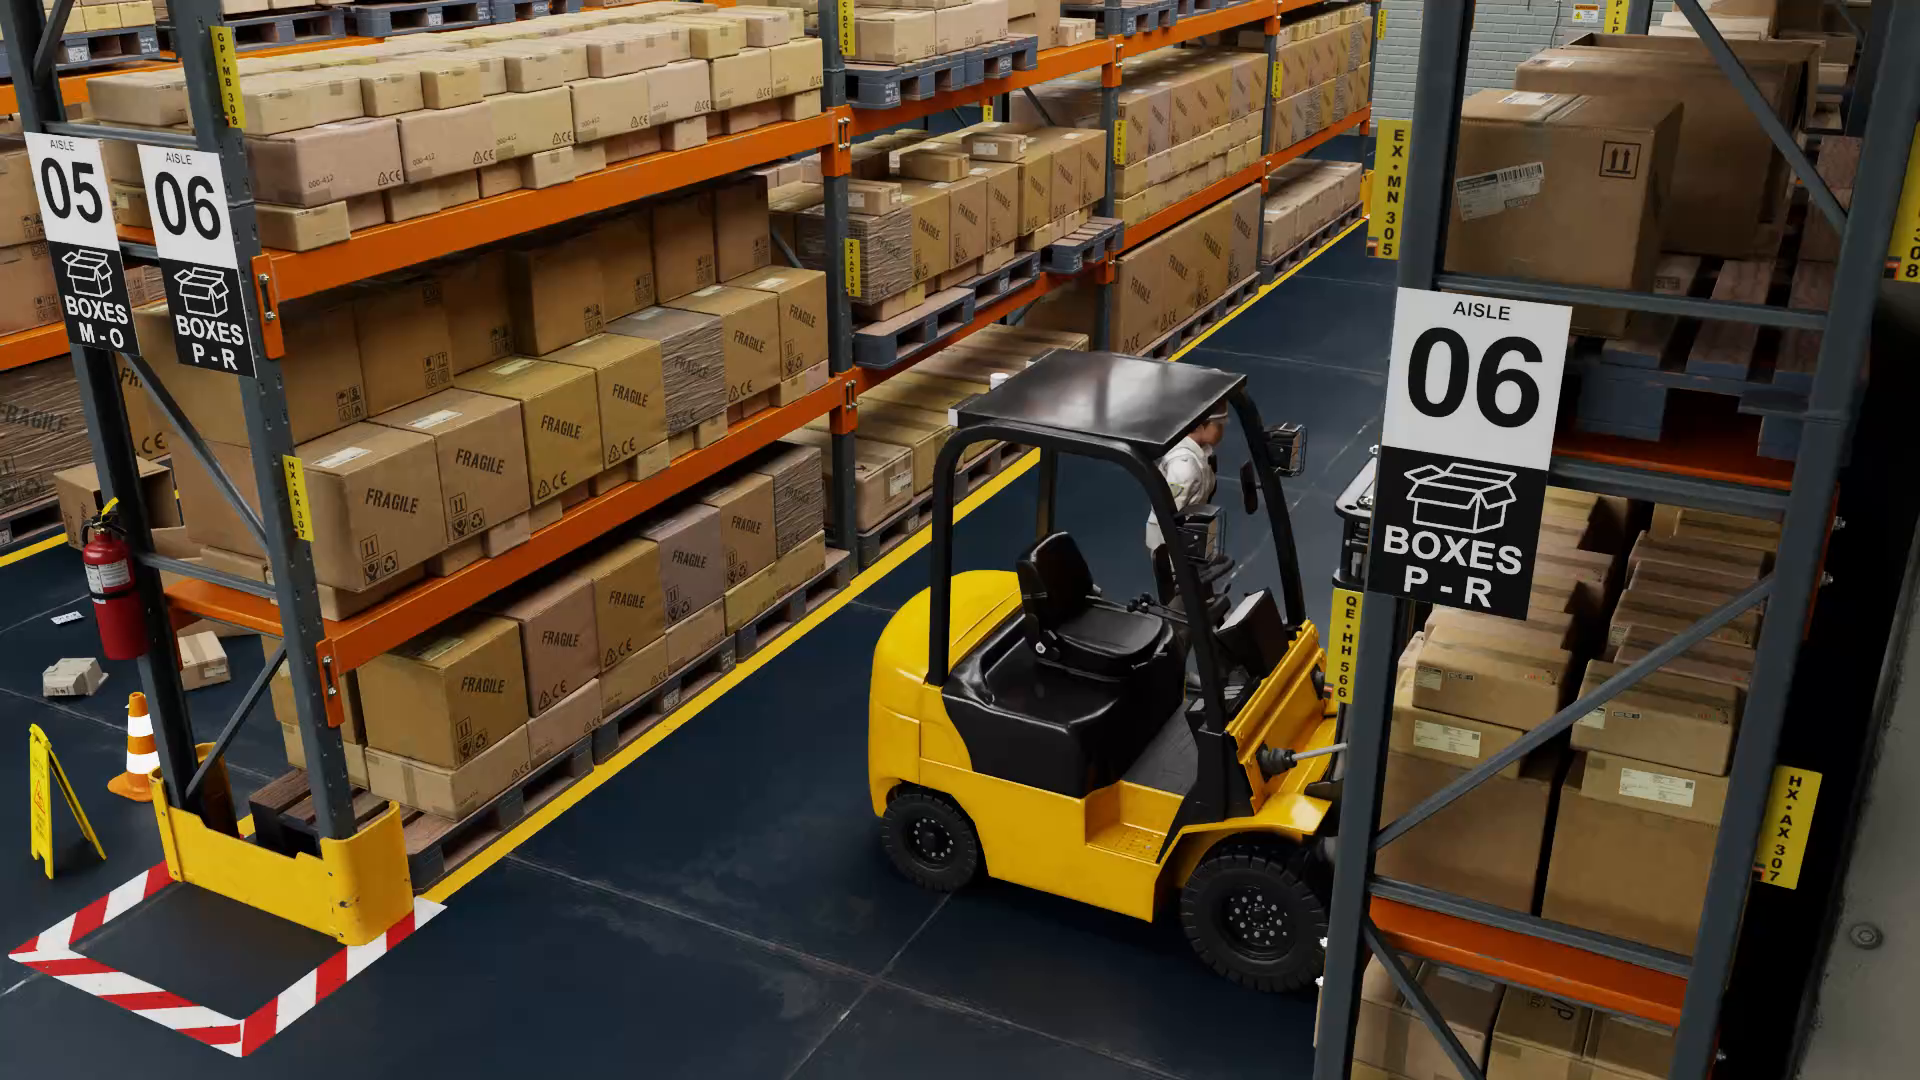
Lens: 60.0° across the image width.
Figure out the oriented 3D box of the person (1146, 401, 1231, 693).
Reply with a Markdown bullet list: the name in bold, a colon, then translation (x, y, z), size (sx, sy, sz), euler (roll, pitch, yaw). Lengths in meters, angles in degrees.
- **person**: translation (1.147, 0.048, 8.478), size (0.375, 1.661, 0.532), euler (10, 25, 22)
